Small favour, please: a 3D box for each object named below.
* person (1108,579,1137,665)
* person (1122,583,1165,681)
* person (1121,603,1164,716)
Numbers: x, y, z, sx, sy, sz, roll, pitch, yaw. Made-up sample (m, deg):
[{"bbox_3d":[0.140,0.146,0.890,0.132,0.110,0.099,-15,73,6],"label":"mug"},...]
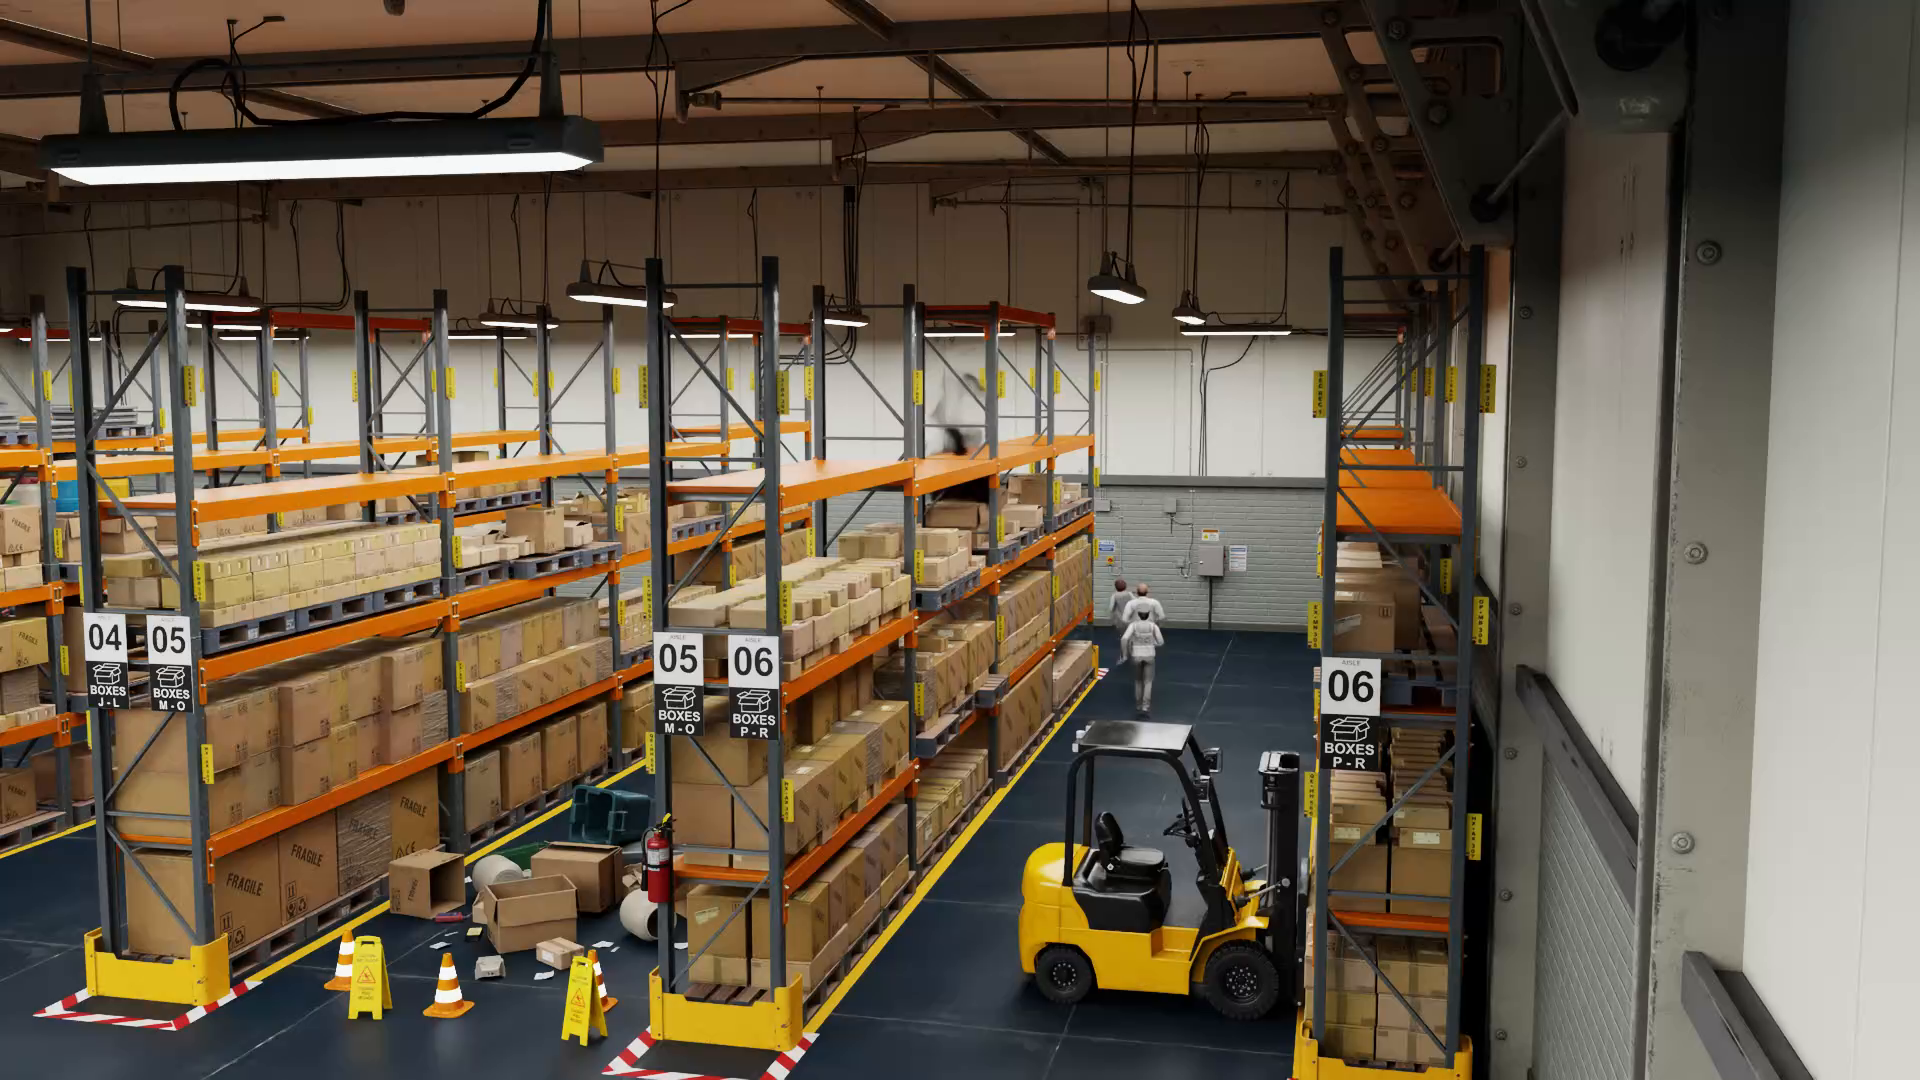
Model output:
[{"bbox_3d":[2.807,1.462,28.859,0.538,1.566,0.756,-3,7,-29],"label":"person"},{"bbox_3d":[2.982,1.553,27.228,0.698,1.716,0.663,0,6,-3],"label":"person"},{"bbox_3d":[2.729,1.816,24.848,0.631,1.743,0.792,1,6,11],"label":"person"}]
